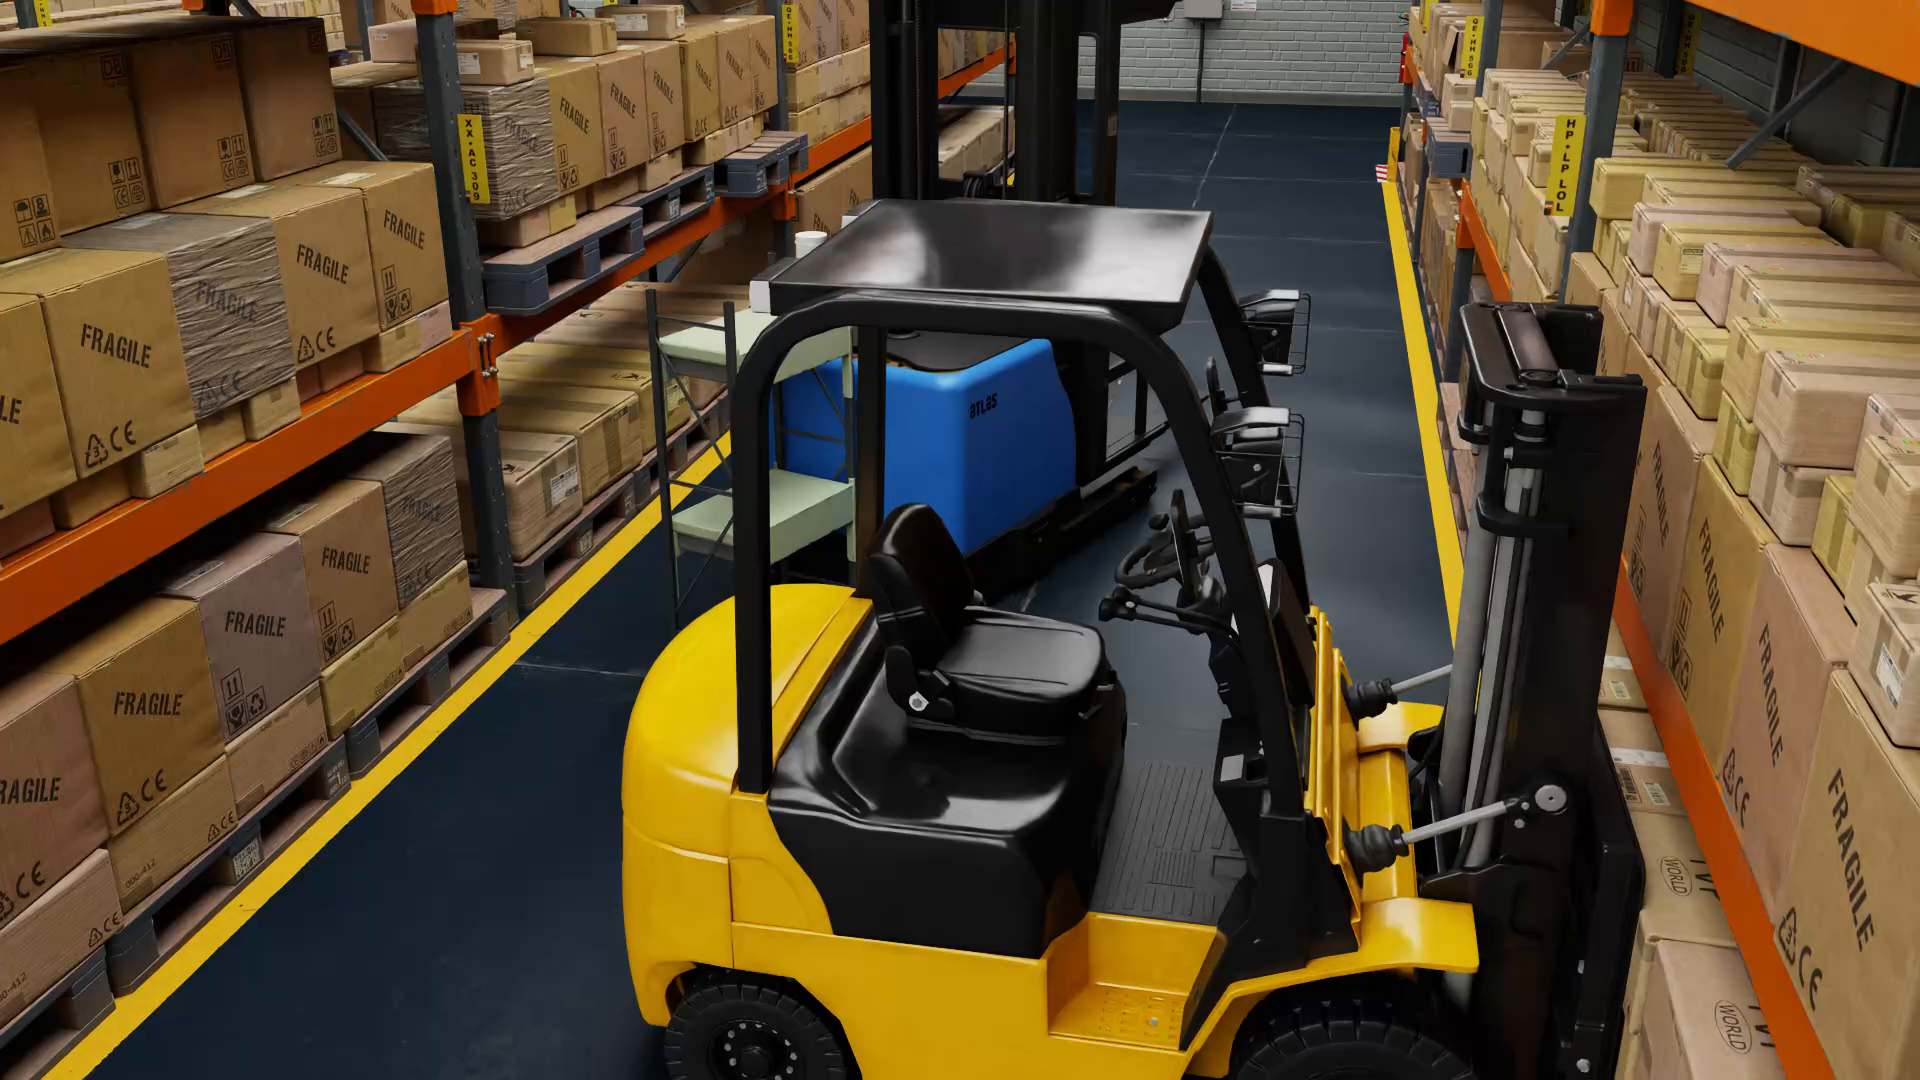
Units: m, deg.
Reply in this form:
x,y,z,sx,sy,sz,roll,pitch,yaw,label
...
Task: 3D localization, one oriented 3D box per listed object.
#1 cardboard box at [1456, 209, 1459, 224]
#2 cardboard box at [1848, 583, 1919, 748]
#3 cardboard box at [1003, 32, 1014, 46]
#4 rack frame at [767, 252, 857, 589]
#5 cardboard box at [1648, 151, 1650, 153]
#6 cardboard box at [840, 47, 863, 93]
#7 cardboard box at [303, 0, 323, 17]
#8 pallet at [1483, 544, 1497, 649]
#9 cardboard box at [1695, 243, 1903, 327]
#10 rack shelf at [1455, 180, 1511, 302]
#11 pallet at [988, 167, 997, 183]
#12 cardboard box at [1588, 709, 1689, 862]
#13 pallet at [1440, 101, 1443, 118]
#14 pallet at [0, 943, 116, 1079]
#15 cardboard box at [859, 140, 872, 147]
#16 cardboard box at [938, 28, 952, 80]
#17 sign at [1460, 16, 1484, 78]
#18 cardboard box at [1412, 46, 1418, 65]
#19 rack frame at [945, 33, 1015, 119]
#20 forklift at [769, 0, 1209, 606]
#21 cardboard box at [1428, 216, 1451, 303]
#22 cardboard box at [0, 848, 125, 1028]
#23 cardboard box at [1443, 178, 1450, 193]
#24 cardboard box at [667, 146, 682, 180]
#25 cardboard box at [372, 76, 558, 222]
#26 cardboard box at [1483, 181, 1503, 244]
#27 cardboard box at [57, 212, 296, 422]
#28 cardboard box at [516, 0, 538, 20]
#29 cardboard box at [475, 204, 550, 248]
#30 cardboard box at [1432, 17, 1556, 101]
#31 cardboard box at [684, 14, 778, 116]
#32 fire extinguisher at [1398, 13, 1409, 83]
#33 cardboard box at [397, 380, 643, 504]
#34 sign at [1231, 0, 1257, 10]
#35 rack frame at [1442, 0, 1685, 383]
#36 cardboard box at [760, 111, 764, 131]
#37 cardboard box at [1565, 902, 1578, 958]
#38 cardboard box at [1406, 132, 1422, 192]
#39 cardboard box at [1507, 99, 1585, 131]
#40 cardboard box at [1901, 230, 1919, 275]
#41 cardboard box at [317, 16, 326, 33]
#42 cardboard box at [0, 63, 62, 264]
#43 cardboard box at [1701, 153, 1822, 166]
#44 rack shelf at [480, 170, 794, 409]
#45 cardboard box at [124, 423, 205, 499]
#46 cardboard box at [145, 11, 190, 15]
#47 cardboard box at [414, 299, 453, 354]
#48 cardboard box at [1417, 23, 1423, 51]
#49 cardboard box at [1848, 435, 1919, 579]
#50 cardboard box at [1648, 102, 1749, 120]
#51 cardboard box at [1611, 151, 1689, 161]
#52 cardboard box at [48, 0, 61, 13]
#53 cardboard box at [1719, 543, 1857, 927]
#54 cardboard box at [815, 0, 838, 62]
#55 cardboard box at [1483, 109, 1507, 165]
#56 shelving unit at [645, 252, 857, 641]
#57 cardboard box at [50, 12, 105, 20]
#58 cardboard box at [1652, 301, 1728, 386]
x,y,z,sx,sy,sz,roll,pitch,yaw,label
3.449,-2.059,10.868,0.380,0.149,0.250,4,22,10,cardboard box
1.512,0.191,2.363,0.380,0.149,0.250,5,22,12,cardboard box
0.258,-5.296,16.856,0.500,0.500,0.500,5,22,11,cardboard box
-0.605,-0.428,6.908,0.400,1.500,0.023,13,25,29,rack frame
3.187,-1.567,7.261,0.500,0.250,0.500,4,22,10,cardboard box
-0.970,-3.220,11.365,0.500,0.250,0.500,4,22,11,cardboard box
-5.530,-4.418,13.787,0.380,0.149,0.250,4,22,9,cardboard box
2.621,0.340,6.727,1.003,0.211,1.213,4,22,11,pallet
1.968,-0.595,3.916,0.380,0.149,0.250,4,22,11,cardboard box
2.917,-1.079,7.480,1.077,0.370,4.000,4,22,11,rack shelf
-0.241,-3.410,16.038,1.003,0.211,1.213,4,22,11,pallet
1.783,0.649,4.006,0.500,0.250,0.500,4,22,10,cardboard box
3.717,-2.766,10.964,1.003,0.211,1.213,4,22,11,pallet
-2.952,1.376,4.154,1.003,0.211,1.213,4,22,11,pallet
-0.944,-2.629,12.649,0.875,0.875,0.875,5,22,12,cardboard box
-0.367,-4.182,14.088,0.500,0.500,0.500,5,23,13,cardboard box
2.792,-2.682,9.054,0.100,0.325,0.005,4,22,11,sign
4.310,-4.386,15.066,0.380,0.149,0.250,4,22,9,cardboard box
0.097,-5.447,17.362,1.000,3.000,0.127,4,22,11,rack frame
0.328,-1.561,7.805,1.130,2.935,3.031,13,25,29,forklift
3.505,-1.915,11.378,0.500,0.500,0.500,4,22,9,cardboard box
-2.621,1.026,4.411,0.500,0.250,0.500,5,23,13,cardboard box
3.785,-2.630,12.284,0.380,0.149,0.250,3,22,8,cardboard box
-1.610,-1.889,8.302,0.380,0.149,0.250,4,22,9,cardboard box
-1.975,-1.587,6.684,0.500,0.500,0.500,5,22,12,cardboard box
2.789,-1.558,7.908,0.500,0.250,0.500,4,22,9,cardboard box
-2.398,-0.682,5.000,0.500,0.500,0.500,5,22,12,cardboard box
-4.719,-5.599,17.210,0.500,0.500,0.500,4,22,10,cardboard box
-1.929,-1.314,6.876,0.380,0.149,0.250,5,22,12,cardboard box
3.557,-3.212,11.117,0.700,0.500,0.500,4,22,11,cardboard box
-1.356,-2.713,9.480,0.500,0.500,0.500,4,22,9,cardboard box
4.535,-4.950,16.731,0.296,0.674,0.183,4,22,11,fire extinguisher
-2.103,-0.489,8.008,0.950,0.372,0.625,6,23,14,cardboard box
3.777,-7.291,22.069,0.329,0.494,0.001,4,22,11,sign
3.325,-2.144,9.162,1.000,3.000,0.127,4,22,11,rack frame
-1.372,-2.461,9.724,0.380,0.149,0.250,5,23,13,cardboard box
1.785,1.112,4.197,0.500,0.250,0.500,5,23,13,cardboard box
4.321,-3.393,15.047,0.500,0.500,0.500,5,22,12,cardboard box
2.718,-1.924,7.614,0.380,0.149,0.250,5,22,12,cardboard box
2.544,-0.650,4.053,0.380,0.149,0.250,4,22,10,cardboard box
-5.526,-4.283,13.850,0.380,0.149,0.250,5,22,11,cardboard box
-2.925,-0.997,4.445,0.700,0.500,0.500,4,22,11,cardboard box
2.948,-1.326,6.128,0.380,0.149,0.250,4,22,11,cardboard box
-1.943,-1.456,8.416,1.077,0.370,4.000,4,22,11,rack shelf
-2.421,-0.241,4.772,0.380,0.149,0.250,5,22,11,cardboard box
-5.851,-3.851,12.377,0.380,0.149,0.250,5,23,13,cardboard box
-2.119,-0.801,6.163,0.380,0.149,0.250,4,22,10,cardboard box
4.314,-4.434,14.650,0.500,0.250,0.500,4,22,10,cardboard box
1.606,-0.041,2.539,0.380,0.149,0.250,5,22,12,cardboard box
3.319,-1.880,7.504,0.380,0.149,0.250,4,22,10,cardboard box
2.497,-1.351,6.192,0.380,0.149,0.250,4,22,11,cardboard box
-9.753,-5.511,17.324,0.500,0.250,0.500,4,22,11,cardboard box
1.651,0.347,2.844,0.500,0.500,0.500,5,23,13,cardboard box
-1.103,-3.375,10.746,0.500,0.500,0.500,5,22,11,cardboard box
2.892,-1.980,8.285,0.500,0.250,0.500,5,23,13,cardboard box
-0.795,-0.311,6.618,0.431,1.500,0.755,13,25,29,shelving unit
-6.538,-3.803,12.259,0.380,0.149,0.250,4,22,11,cardboard box
1.897,-0.466,3.993,0.380,0.149,0.250,4,22,9,cardboard box
